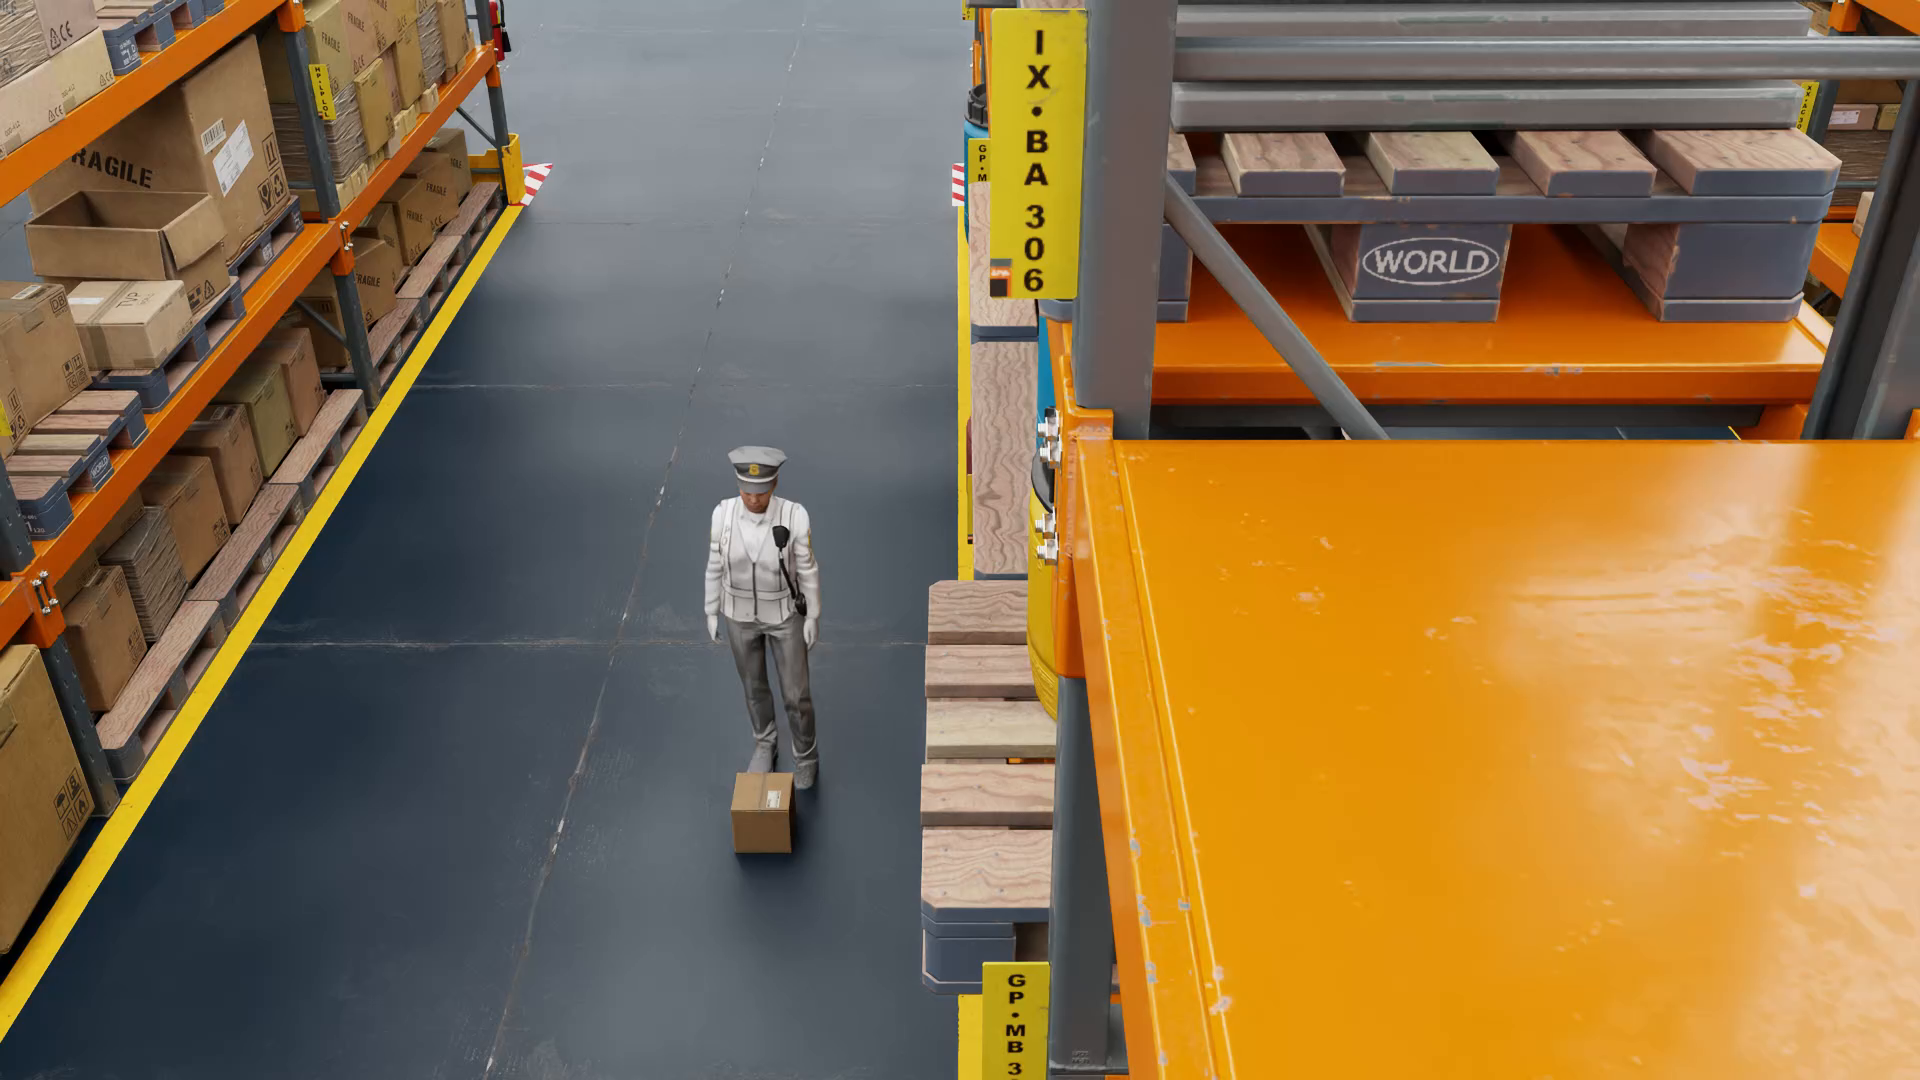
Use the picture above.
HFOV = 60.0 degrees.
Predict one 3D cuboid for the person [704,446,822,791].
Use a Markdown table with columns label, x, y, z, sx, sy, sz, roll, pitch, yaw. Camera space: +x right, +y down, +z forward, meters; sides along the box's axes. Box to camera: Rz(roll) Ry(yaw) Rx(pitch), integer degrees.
| label | x | y | z | sx | sy | sz | roll | pitch | yaw |
| --- | --- | --- | --- | --- | --- | --- | --- | --- | --- |
| person | -0.879 | 0.386 | 7.356 | 0.522 | 1.747 | 0.383 | 3 | 32 | 5 |
